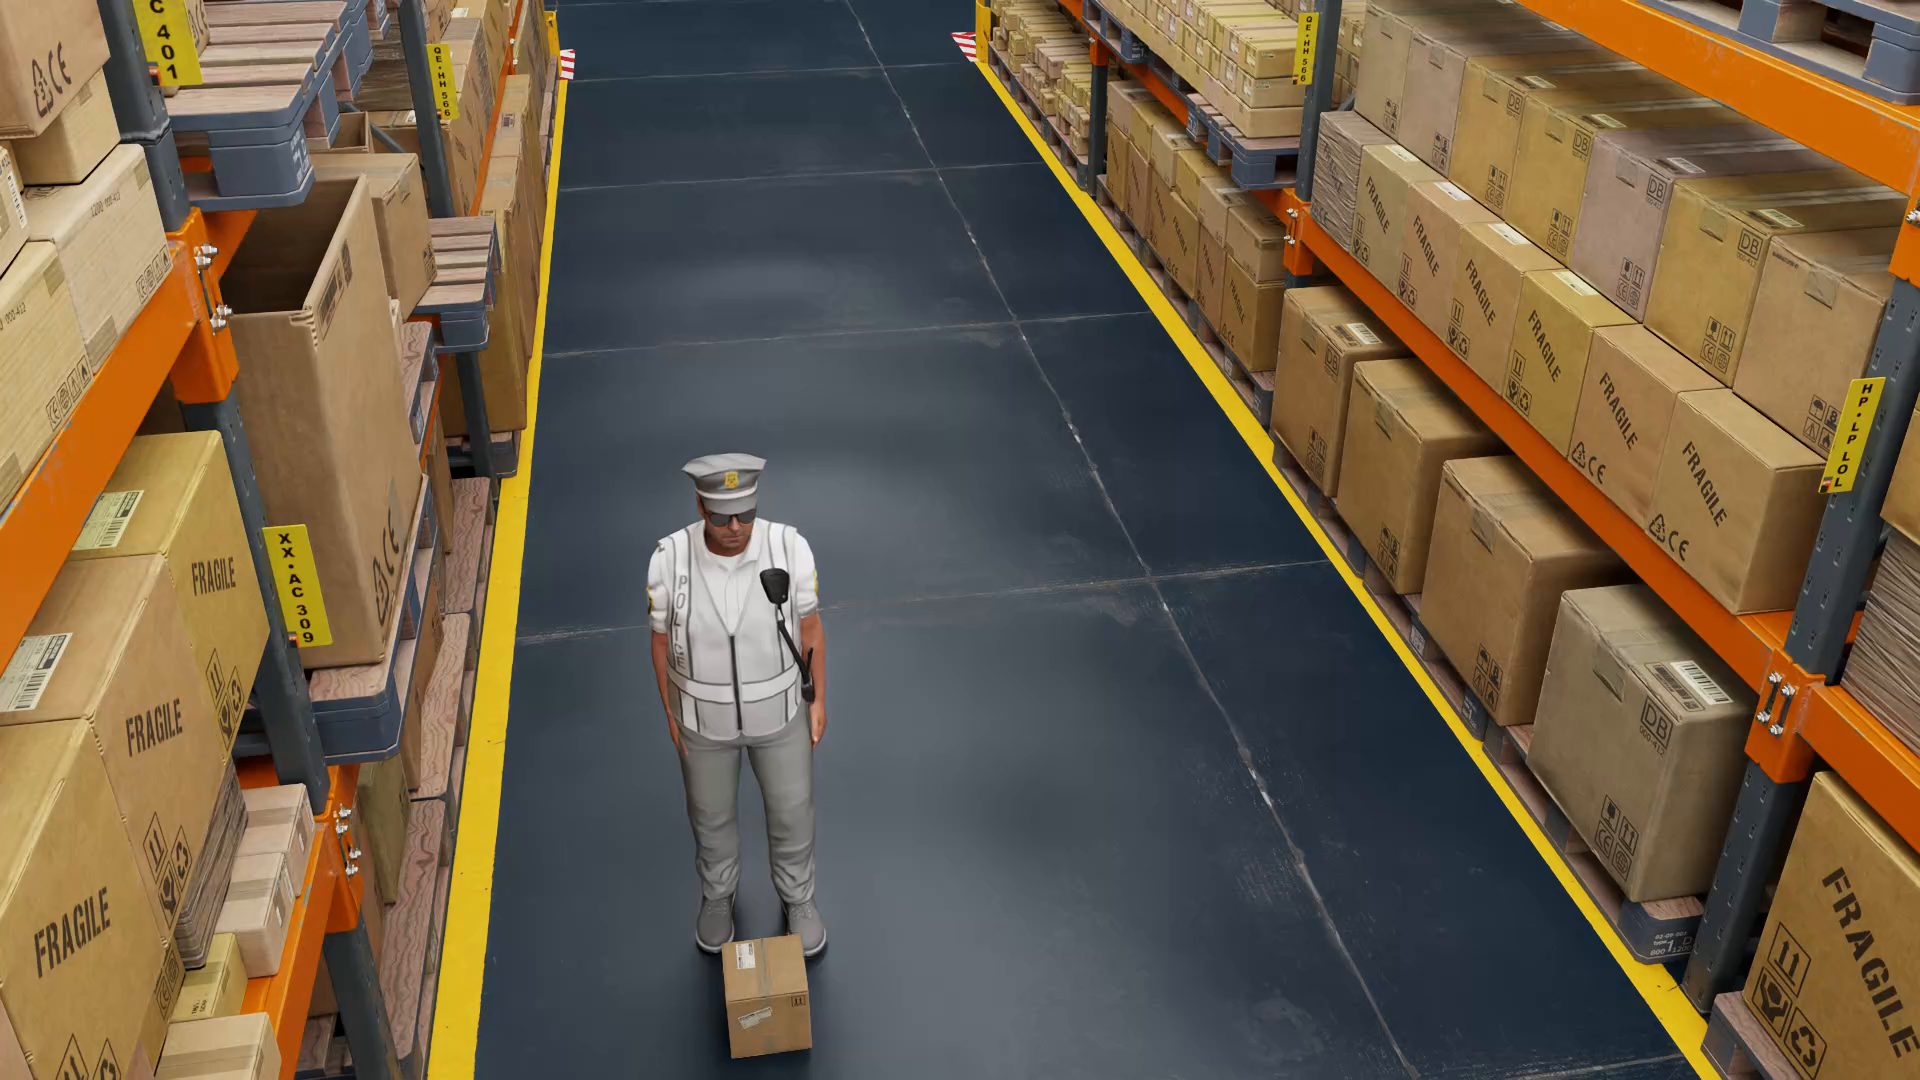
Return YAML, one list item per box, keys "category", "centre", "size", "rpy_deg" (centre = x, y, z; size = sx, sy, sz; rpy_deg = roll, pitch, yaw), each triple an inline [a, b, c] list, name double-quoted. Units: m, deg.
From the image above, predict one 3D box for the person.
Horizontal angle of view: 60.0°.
- category: "person"
  centre: [-0.674, 0.526, 5.226]
  size: [0.528, 1.757, 0.393]
  rpy_deg: [-5, 31, -8]
